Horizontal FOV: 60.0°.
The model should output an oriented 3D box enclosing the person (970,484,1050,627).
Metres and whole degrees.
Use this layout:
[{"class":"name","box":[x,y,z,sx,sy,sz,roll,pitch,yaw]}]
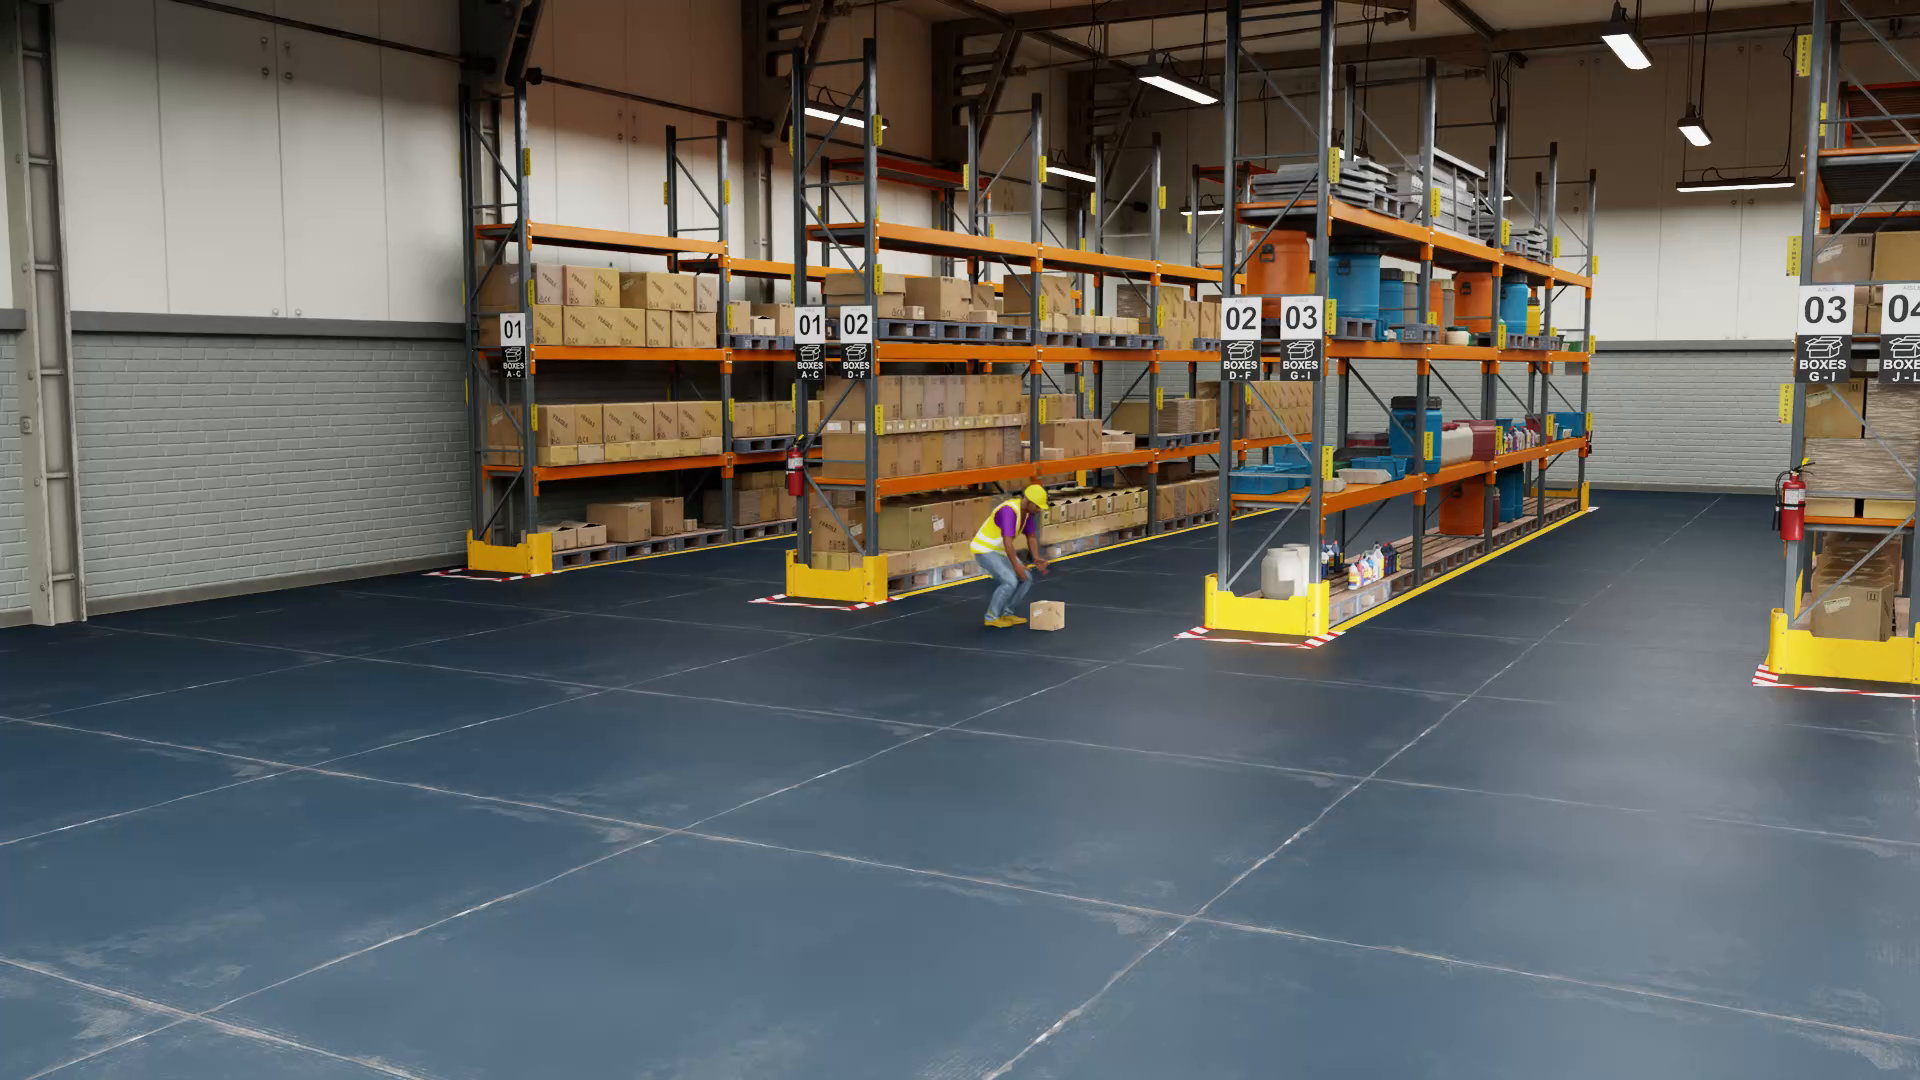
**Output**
[{"class":"person","box":[0.506,0.145,16.409,0.763,1.399,0.631,3,7,29]}]
